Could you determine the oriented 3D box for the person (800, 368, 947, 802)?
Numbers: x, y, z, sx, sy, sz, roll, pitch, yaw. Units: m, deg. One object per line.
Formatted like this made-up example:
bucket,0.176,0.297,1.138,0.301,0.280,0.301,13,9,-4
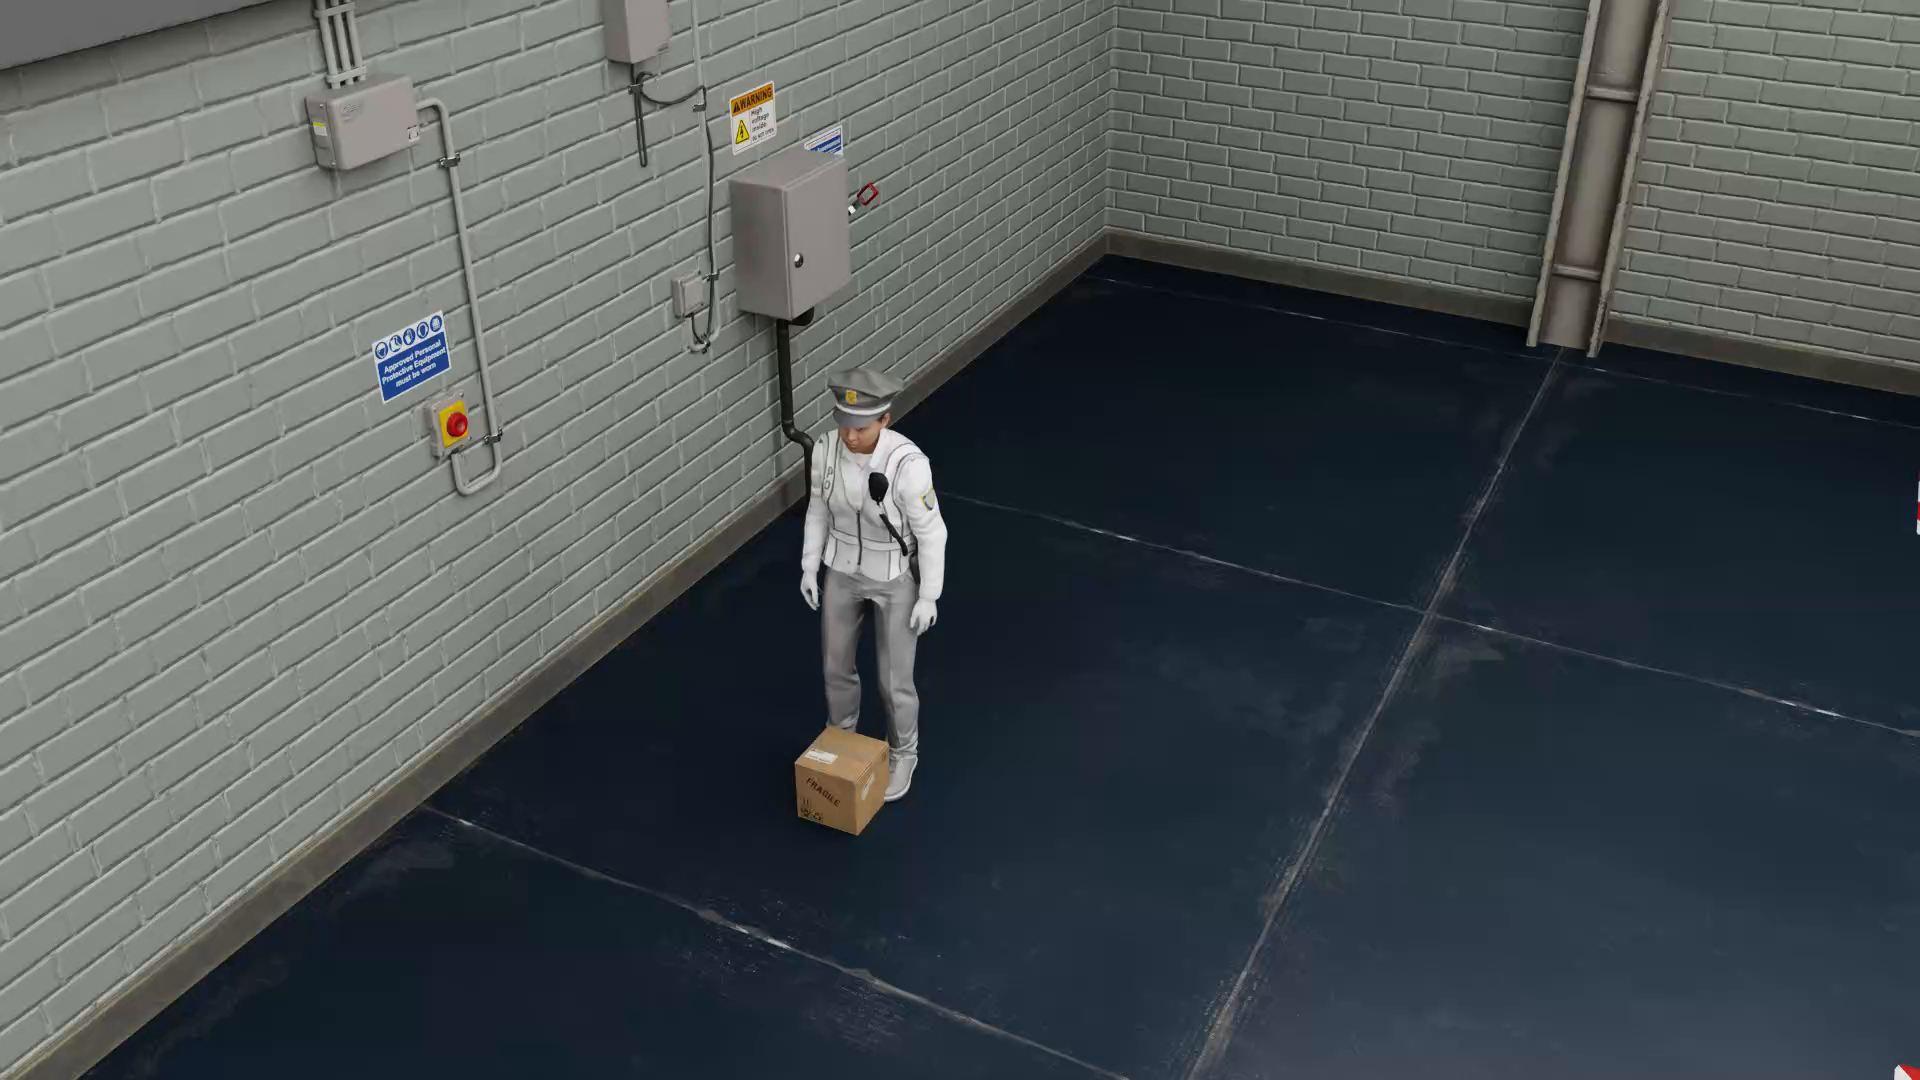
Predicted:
person,-0.314,0.151,5.864,0.547,1.666,0.371,13,33,21
